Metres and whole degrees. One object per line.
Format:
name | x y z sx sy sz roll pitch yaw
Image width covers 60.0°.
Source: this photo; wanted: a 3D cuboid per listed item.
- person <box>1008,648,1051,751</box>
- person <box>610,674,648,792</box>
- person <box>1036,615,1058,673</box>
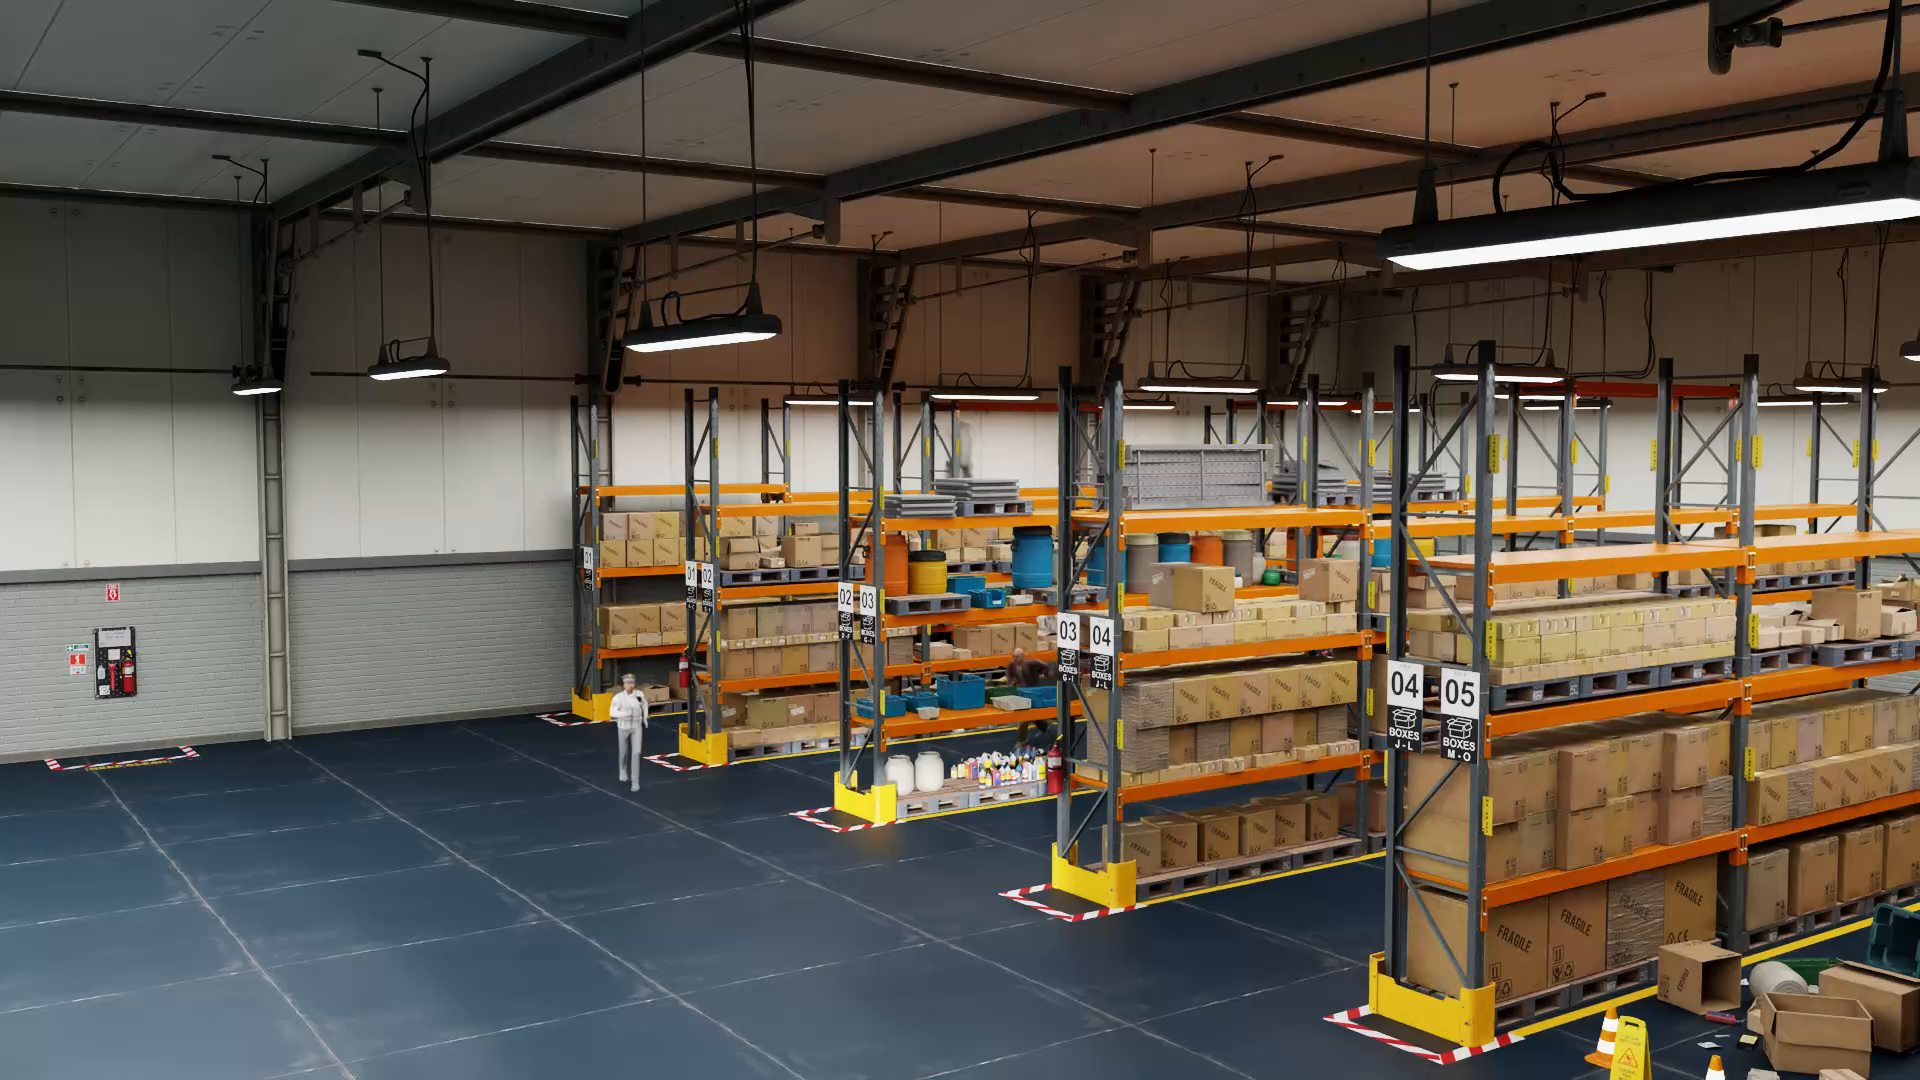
person | 1.223 2.655 28.059 0.754 1.743 1.063 3 4 36
person | -4.904 2.810 24.664 0.598 1.702 0.919 -1 4 -19
person | 1.772 1.987 34.531 0.577 1.662 0.592 -2 4 -35
